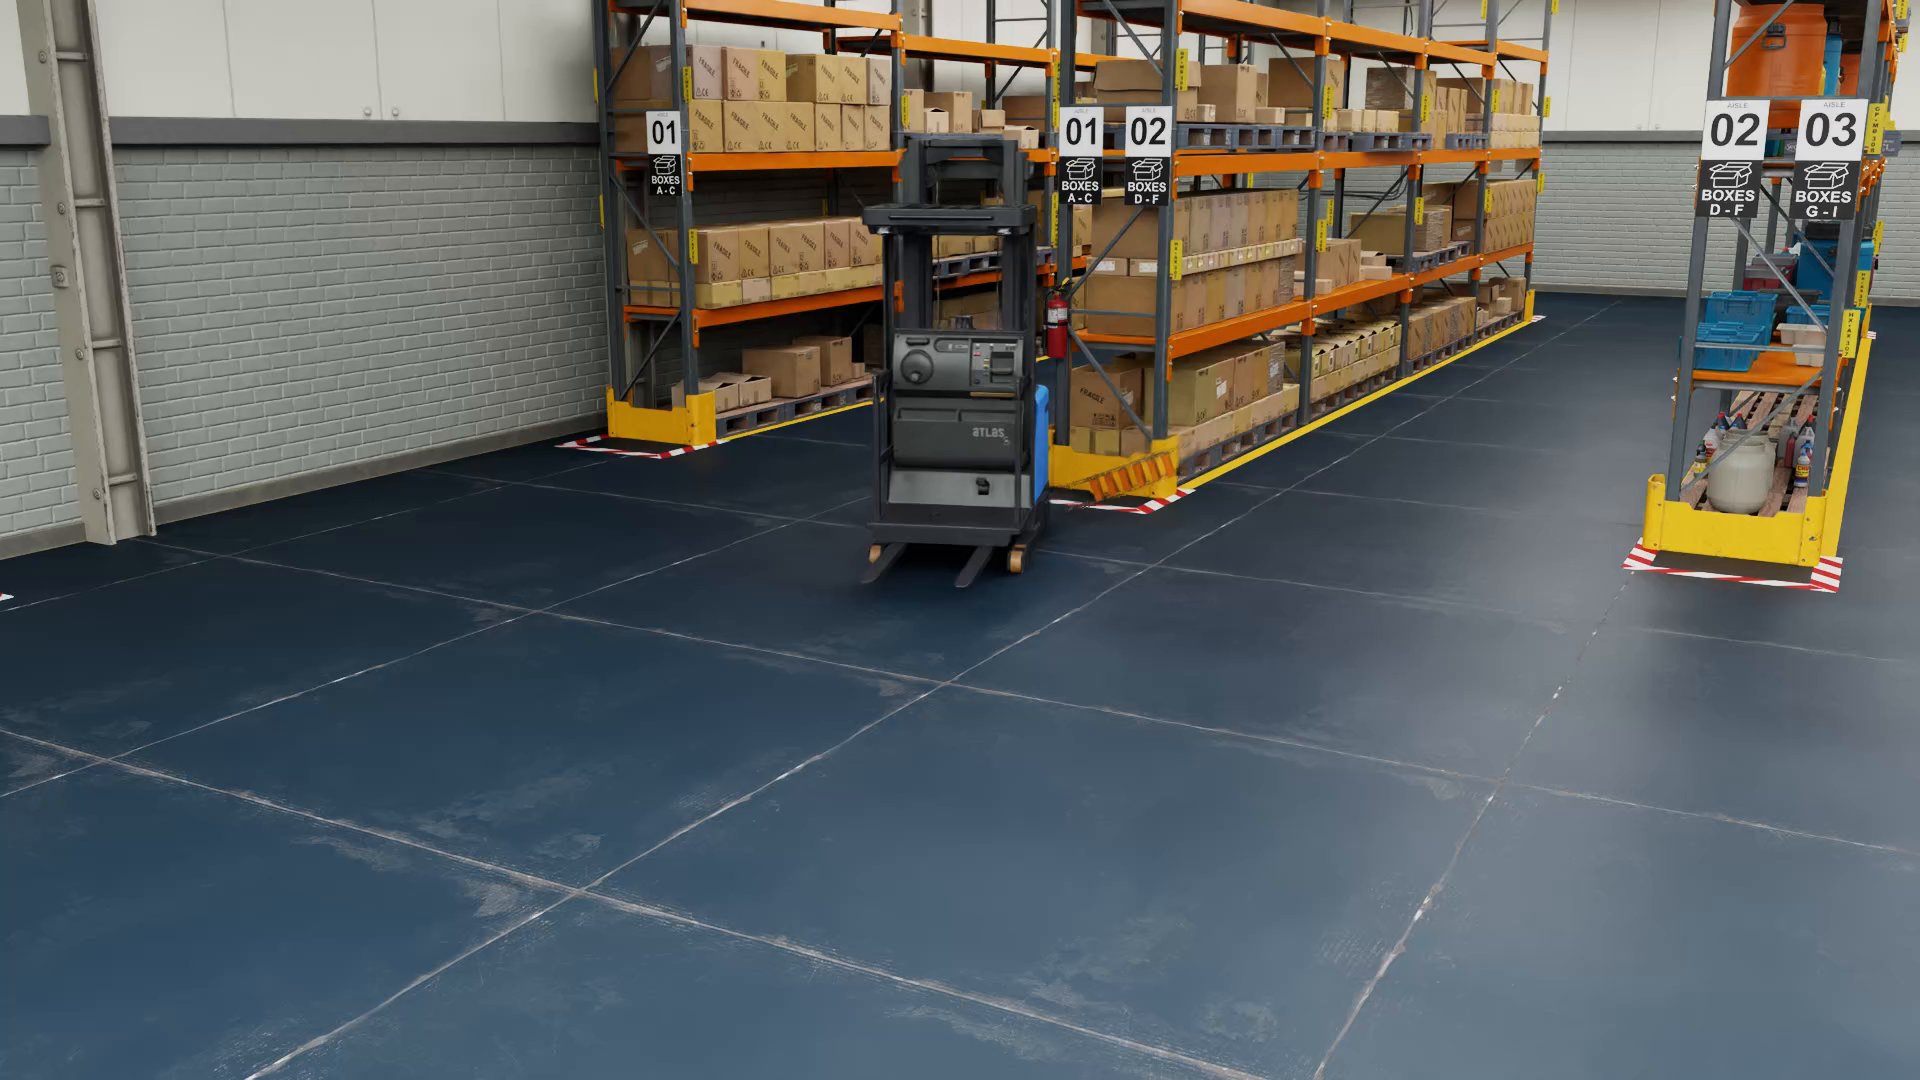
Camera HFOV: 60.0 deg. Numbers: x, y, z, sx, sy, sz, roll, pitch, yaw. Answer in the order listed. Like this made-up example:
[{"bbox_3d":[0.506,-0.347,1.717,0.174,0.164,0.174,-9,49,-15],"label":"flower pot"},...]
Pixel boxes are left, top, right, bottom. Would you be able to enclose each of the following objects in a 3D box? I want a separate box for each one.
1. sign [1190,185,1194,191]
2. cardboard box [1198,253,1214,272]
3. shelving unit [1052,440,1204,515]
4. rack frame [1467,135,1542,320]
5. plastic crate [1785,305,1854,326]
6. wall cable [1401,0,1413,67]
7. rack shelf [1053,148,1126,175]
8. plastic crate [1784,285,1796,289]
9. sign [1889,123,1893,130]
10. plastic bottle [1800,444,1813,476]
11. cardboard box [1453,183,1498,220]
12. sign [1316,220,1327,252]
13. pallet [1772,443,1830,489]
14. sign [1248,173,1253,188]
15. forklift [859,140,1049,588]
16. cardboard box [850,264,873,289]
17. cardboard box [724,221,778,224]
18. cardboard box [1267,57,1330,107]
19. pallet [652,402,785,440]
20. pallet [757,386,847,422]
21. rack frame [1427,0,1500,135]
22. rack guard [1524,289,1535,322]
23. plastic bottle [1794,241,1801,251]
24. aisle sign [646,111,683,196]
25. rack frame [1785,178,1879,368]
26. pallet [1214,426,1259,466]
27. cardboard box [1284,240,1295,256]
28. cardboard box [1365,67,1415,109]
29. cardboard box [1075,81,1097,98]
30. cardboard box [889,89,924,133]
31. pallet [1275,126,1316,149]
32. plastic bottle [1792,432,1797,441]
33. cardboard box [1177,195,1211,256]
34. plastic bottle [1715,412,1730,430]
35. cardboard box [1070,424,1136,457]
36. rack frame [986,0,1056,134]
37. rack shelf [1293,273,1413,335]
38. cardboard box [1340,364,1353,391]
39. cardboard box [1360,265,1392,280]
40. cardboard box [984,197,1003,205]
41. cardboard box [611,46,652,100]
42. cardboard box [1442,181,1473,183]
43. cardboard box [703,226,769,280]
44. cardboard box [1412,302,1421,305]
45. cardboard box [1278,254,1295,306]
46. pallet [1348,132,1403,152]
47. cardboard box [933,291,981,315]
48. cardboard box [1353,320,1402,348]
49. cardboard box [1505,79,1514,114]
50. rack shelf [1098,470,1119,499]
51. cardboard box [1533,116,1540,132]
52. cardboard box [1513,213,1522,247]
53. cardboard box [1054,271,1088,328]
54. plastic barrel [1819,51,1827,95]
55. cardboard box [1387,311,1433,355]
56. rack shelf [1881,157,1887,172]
[{"bbox_3d":[4.206,-6.273,30.139,0.100,0.325,0.005,7,15,28],"label":"sign"},{"bbox_3d":[2.042,-2.484,14.839,0.380,0.149,0.250,7,15,27],"label":"cardboard box"},{"bbox_3d":[1.337,-0.498,13.248,1.200,0.189,0.258,-19,6,14],"label":"shelving unit"},{"bbox_3d":[9.027,-5.189,27.659,1.000,3.000,0.127,7,15,28],"label":"rack frame"},{"bbox_3d":[7.263,-1.835,14.064,0.499,0.251,0.616,7,15,28],"label":"plastic crate"},{"bbox_3d":[10.104,-10.425,32.427,3.097,2.526,0.112,7,15,28],"label":"wall cable"},{"bbox_3d":[1.788,-5.627,24.611,1.077,0.370,4.000,7,15,28],"label":"rack shelf"},{"bbox_3d":[8.155,-2.452,16.755,0.450,0.188,0.662,7,15,28],"label":"plastic crate"},{"bbox_3d":[9.979,-4.333,17.928,0.100,0.325,0.005,7,15,28],"label":"sign"},{"bbox_3d":[6.990,-0.660,13.753,0.097,0.271,0.097,0,14,0],"label":"plastic bottle"},{"bbox_3d":[7.568,-4.968,24.395,0.500,0.500,0.500,8,16,29],"label":"cardboard box"},{"bbox_3d":[3.713,-3.124,17.077,0.100,0.325,0.005,7,15,28],"label":"sign"},{"bbox_3d":[7.199,-0.677,14.891,1.003,0.211,1.213,7,15,28],"label":"pallet"},{"bbox_3d":[5.157,-6.364,29.554,0.100,0.325,0.005,7,15,28],"label":"sign"},{"bbox_3d":[-0.046,-1.279,11.583,1.130,2.935,3.031,2,14,9],"label":"forklift"},{"bbox_3d":[-1.324,-2.992,18.821,0.500,0.250,0.500,7,15,28],"label":"cardboard box"},{"bbox_3d":[-2.262,-3.202,18.090,0.500,0.500,0.500,8,16,29],"label":"cardboard box"},{"bbox_3d":[3.559,-4.804,17.482,0.500,0.500,0.500,8,15,29],"label":"cardboard box"},{"bbox_3d":[-2.585,-1.290,17.434,1.003,0.211,1.213,7,15,28],"label":"pallet"},{"bbox_3d":[-1.995,-1.539,18.468,1.003,0.211,1.213,7,15,28],"label":"pallet"},{"bbox_3d":[7.093,-7.285,23.552,1.000,3.000,0.127,7,15,28],"label":"rack frame"},{"bbox_3d":[8.990,-3.959,27.887,1.175,0.500,0.348,7,15,28],"label":"rack guard"},{"bbox_3d":[10.954,-3.739,21.748,0.144,0.351,0.185,7,15,28],"label":"plastic bottle"},{"bbox_3d":[-2.818,-3.682,15.861,0.394,0.787,0.004,7,15,28],"label":"aisle sign"},{"bbox_3d":[11.428,-3.807,21.924,1.000,3.000,0.127,7,15,28],"label":"rack frame"},{"bbox_3d":[2.216,-0.962,16.074,1.003,0.211,1.213,7,15,28],"label":"pallet"},{"bbox_3d":[3.161,-2.961,16.818,0.380,0.149,0.250,7,15,27],"label":"cardboard box"},{"bbox_3d":[5.376,-5.630,20.739,0.500,0.500,0.500,7,15,28],"label":"cardboard box"},{"bbox_3d":[1.961,-6.734,24.913,0.500,0.250,0.500,7,15,26],"label":"cardboard box"},{"bbox_3d":[-0.778,-5.102,19.787,0.500,0.500,0.500,10,17,36],"label":"cardboard box"},{"bbox_3d":[2.836,-3.965,16.368,1.003,0.211,1.213,7,15,28],"label":"pallet"},{"bbox_3d":[7.150,-0.795,14.287,0.061,0.283,0.133,7,15,28],"label":"plastic bottle"},{"bbox_3d":[1.804,-2.800,14.766,0.700,0.500,0.500,7,15,27],"label":"cardboard box"},{"bbox_3d":[6.807,-0.973,14.883,0.144,0.351,0.185,8,16,30],"label":"plastic bottle"},{"bbox_3d":[1.293,-0.918,14.911,0.500,0.250,0.500,7,15,28],"label":"cardboard box"},{"bbox_3d":[0.822,-7.025,22.473,1.000,3.000,0.127,7,15,28],"label":"rack frame"},{"bbox_3d":[4.193,-2.788,19.233,1.077,0.370,4.000,7,15,28],"label":"rack shelf"},{"bbox_3d":[4.134,-1.861,18.823,0.500,0.250,0.500,7,15,26],"label":"cardboard box"},{"bbox_3d":[4.967,-3.210,19.985,0.380,0.149,0.250,7,15,28],"label":"cardboard box"},{"bbox_3d":[0.538,-4.545,22.448,0.380,0.149,0.250,5,14,19],"label":"cardboard box"},{"bbox_3d":[-3.066,-4.588,16.375,0.500,0.500,0.500,8,16,31],"label":"cardboard box"},{"bbox_3d":[7.600,-5.245,25.544,0.500,0.500,0.500,8,15,28],"label":"cardboard box"},{"bbox_3d":[-2.304,-2.933,16.976,0.500,0.500,0.500,7,15,28],"label":"cardboard box"},{"bbox_3d":[6.150,-3.084,23.318,0.500,0.500,0.500,8,15,29],"label":"cardboard box"},{"bbox_3d":[3.017,-2.684,17.055,0.700,0.500,0.500,7,15,27],"label":"cardboard box"},{"bbox_3d":[4.372,-4.535,18.949,1.003,0.211,1.213,8,16,31],"label":"pallet"},{"bbox_3d":[-0.056,-3.102,21.796,0.500,0.250,0.500,7,15,28],"label":"cardboard box"},{"bbox_3d":[5.122,-2.553,20.497,0.500,0.311,0.500,8,16,30],"label":"cardboard box"},{"bbox_3d":[7.897,-6.656,24.994,0.700,0.500,0.500,7,15,28],"label":"cardboard box"},{"bbox_3d":[1.186,-0.446,13.288,0.103,0.180,0.258,-19,6,14],"label":"rack shelf"},{"bbox_3d":[9.002,-6.684,26.709,0.500,0.250,0.500,7,15,28],"label":"cardboard box"},{"bbox_3d":[8.555,-4.907,26.273,0.500,0.500,0.500,8,15,28],"label":"cardboard box"},{"bbox_3d":[1.721,-3.583,24.685,0.750,0.750,0.750,7,15,28],"label":"cardboard box"},{"bbox_3d":[6.067,-3.347,12.319,0.600,0.588,0.600,0,14,0],"label":"plastic barrel"},{"bbox_3d":[5.878,-2.716,21.794,0.500,0.500,0.500,7,15,26],"label":"cardboard box"},{"bbox_3d":[12.395,-5.326,23.359,1.077,0.370,4.000,7,15,28],"label":"rack shelf"}]
